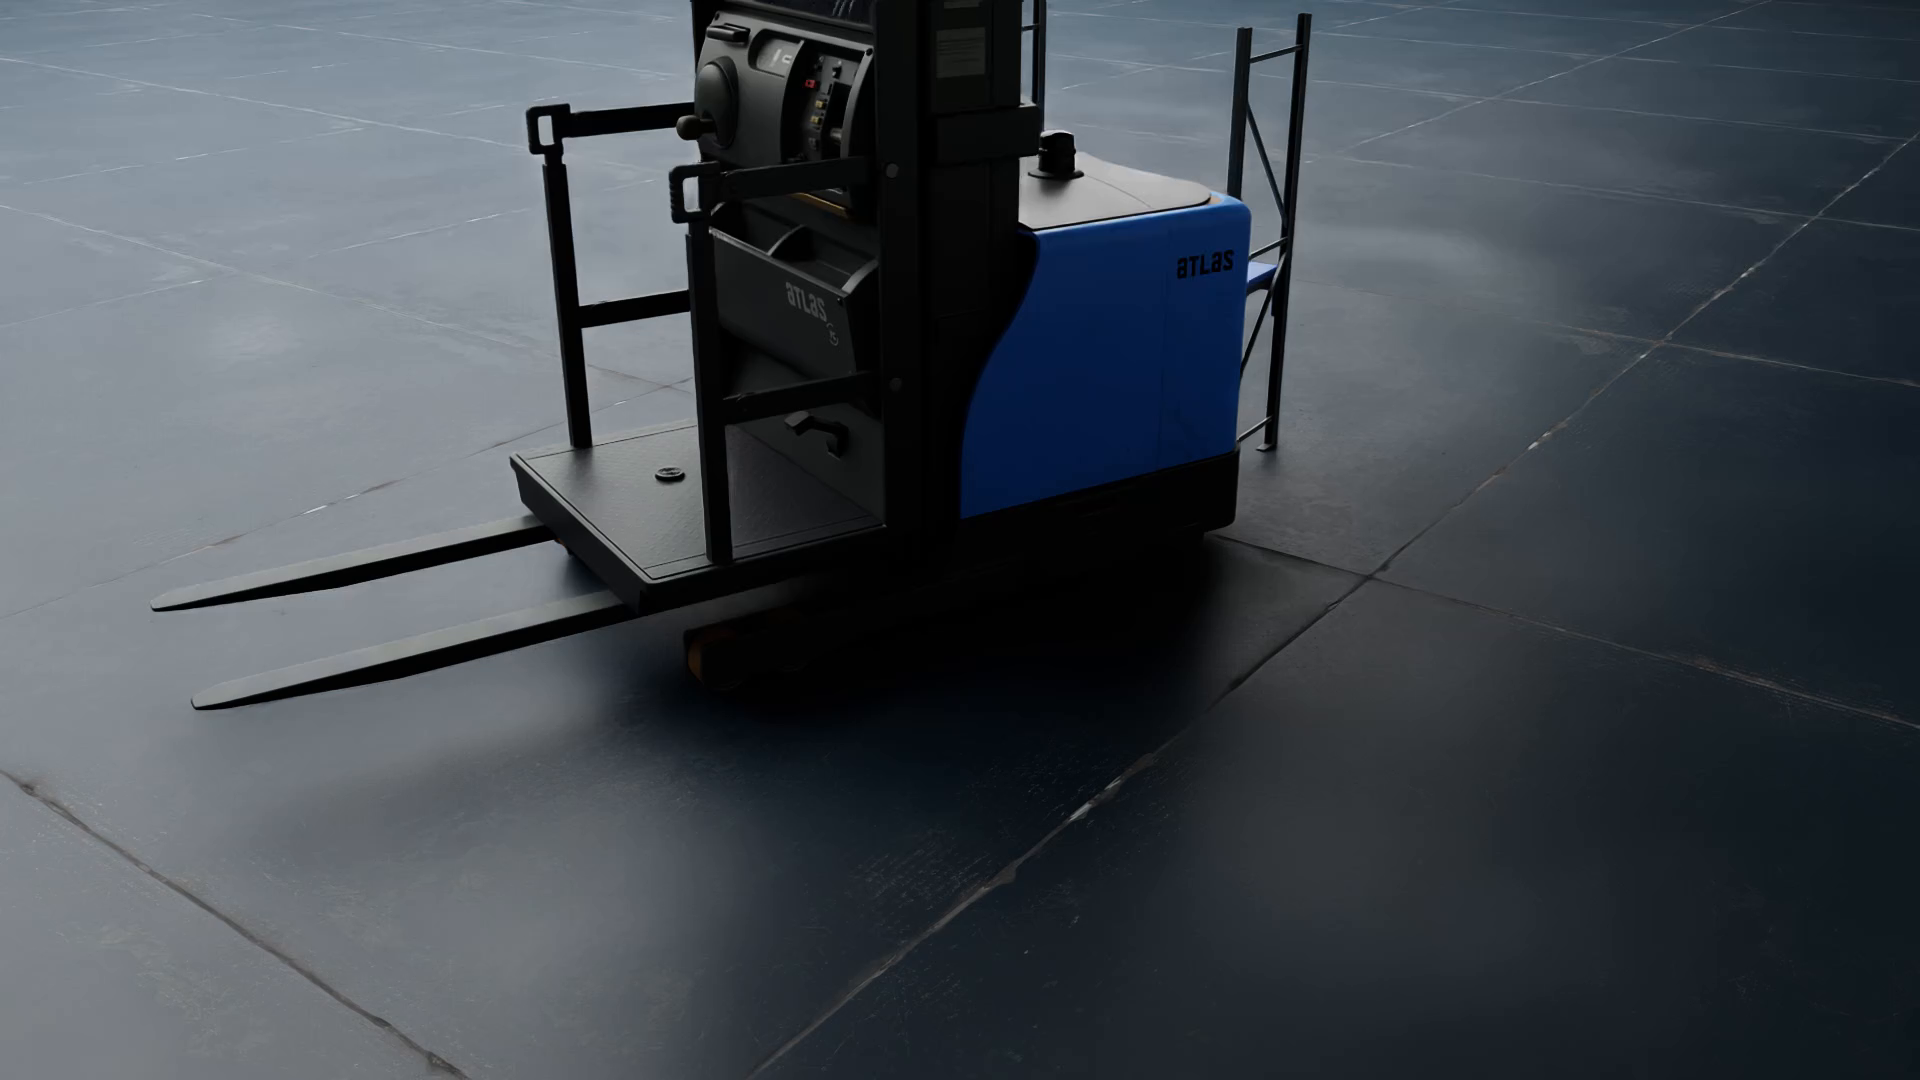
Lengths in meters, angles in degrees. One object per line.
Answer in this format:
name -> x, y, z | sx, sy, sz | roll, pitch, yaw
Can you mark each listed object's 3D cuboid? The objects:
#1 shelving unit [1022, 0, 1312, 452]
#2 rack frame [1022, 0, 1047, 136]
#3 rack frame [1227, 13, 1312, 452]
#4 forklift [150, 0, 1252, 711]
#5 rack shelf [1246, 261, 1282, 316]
shelving unit -> 0.580, -1.074, 5.828 | 1.048, 1.500, 0.538 | 15, 28, 31
rack frame -> 0.159, -1.189, 6.089 | 0.032, 1.500, 0.500 | 15, 28, 31
rack frame -> 1.001, -0.959, 5.567 | 0.032, 1.500, 0.500 | 15, 28, 31
forklift -> -0.654, -1.189, 4.313 | 3.031, 2.935, 1.130 | -14, 28, -29
rack shelf -> 0.580, -0.910, 5.900 | 1.000, 0.185, 0.538 | 15, 28, 31
